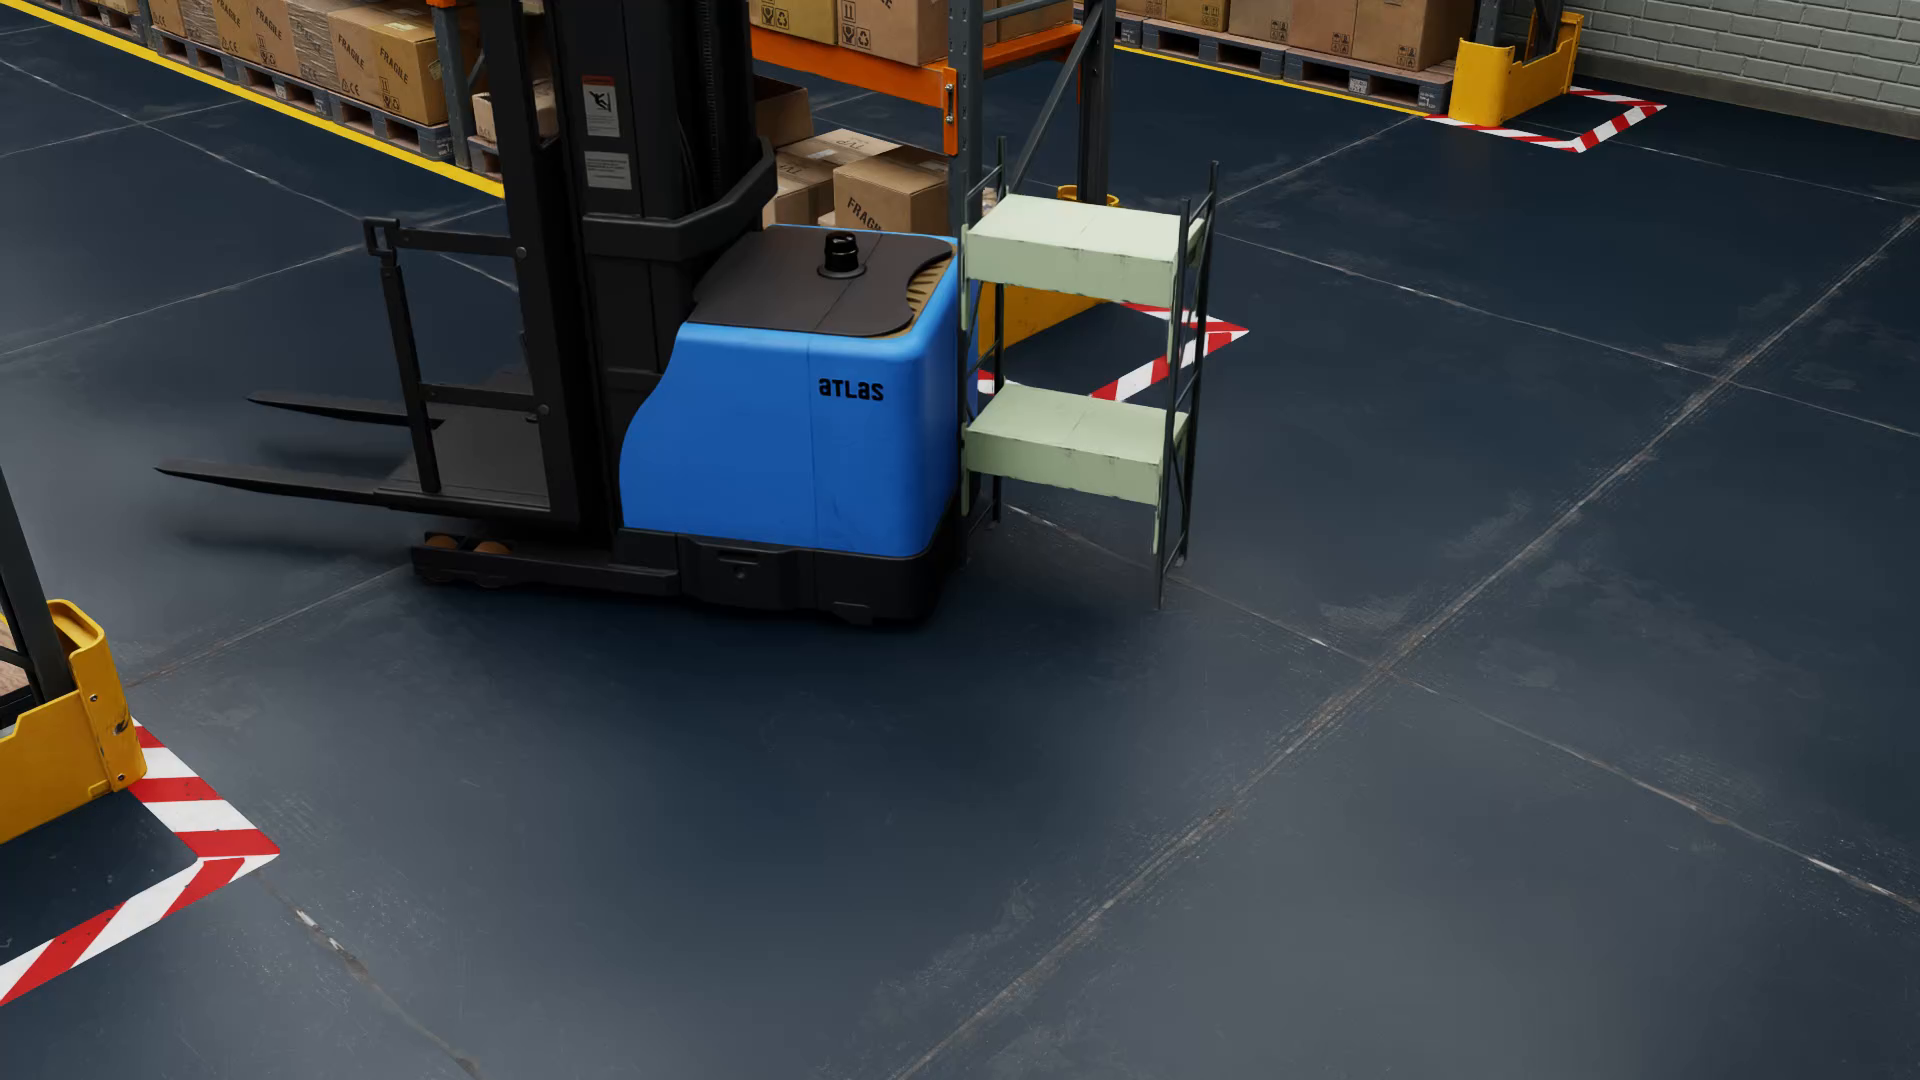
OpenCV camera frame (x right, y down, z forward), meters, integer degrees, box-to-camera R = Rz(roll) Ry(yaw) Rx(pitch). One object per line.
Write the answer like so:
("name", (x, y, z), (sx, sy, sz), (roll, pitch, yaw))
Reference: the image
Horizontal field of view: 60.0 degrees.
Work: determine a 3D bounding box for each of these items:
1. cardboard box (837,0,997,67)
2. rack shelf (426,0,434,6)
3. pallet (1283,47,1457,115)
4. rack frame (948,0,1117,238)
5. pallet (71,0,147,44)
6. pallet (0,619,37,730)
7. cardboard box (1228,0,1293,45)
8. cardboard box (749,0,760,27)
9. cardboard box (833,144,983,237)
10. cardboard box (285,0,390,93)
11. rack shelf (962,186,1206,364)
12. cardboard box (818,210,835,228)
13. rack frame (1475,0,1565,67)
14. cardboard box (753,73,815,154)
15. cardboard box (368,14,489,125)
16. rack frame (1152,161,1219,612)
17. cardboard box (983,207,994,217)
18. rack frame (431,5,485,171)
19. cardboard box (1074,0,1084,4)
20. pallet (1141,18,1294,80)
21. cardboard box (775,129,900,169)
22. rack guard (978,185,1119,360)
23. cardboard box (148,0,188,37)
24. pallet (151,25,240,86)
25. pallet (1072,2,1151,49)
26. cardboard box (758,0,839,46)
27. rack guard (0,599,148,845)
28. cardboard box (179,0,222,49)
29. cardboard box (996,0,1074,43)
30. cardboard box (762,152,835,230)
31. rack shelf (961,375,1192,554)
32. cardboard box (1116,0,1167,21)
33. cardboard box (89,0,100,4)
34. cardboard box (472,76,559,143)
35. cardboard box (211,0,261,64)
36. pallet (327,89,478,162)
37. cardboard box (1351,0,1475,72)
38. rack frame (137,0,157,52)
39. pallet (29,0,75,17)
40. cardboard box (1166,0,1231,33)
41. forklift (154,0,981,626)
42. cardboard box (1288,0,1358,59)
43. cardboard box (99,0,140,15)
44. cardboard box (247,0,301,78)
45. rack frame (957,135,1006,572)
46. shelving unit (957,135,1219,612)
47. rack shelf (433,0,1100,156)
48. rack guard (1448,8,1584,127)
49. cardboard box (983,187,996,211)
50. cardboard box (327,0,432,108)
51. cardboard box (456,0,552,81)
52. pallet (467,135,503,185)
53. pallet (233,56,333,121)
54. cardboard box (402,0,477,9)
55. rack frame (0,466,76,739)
("cardboard box", (-0.188, -2.400, 7.232), (0.500, 0.500, 0.500), (26, 40, 36))
("rack shelf", (-4.121, -4.075, 10.808), (4.000, 0.370, 1.077), (25, 39, 35))
("pallet", (3.003, -3.254, 11.451), (1.213, 0.211, 1.003), (25, 39, 35))
("rack frame", (0.327, -2.306, 7.173), (0.127, 3.000, 1.000), (25, 39, 35))
("pallet", (-6.188, -4.180, 12.989), (1.213, 0.211, 1.003), (25, 39, 35))
("pallet", (-3.585, 0.481, 5.247), (1.213, 0.211, 1.003), (25, 39, 35))
("cardboard box", (2.318, -3.862, 11.773), (0.500, 0.500, 0.700), (24, 38, 34))
("cardboard box", (-0.941, -2.753, 7.818), (0.500, 0.500, 0.500), (25, 39, 35))
("cardboard box", (-0.241, -1.518, 7.860), (0.500, 0.500, 0.500), (25, 39, 35))
("cardboard box", (-3.929, -3.218, 10.684), (0.500, 0.500, 0.500), (26, 39, 36))
("rack shelf", (0.415, -0.891, 5.519), (0.720, 0.370, 0.431), (11, 33, 18))
("cardboard box", (-0.481, -1.550, 8.236), (0.250, 0.166, 0.380), (25, 39, 35))
("rack frame", (3.648, -4.202, 10.322), (0.127, 3.000, 1.000), (25, 39, 35))
("cardboard box", (-1.242, -2.162, 8.926), (0.637, 0.503, 0.797), (25, 39, 35))
("cardboard box", (-3.197, -2.870, 10.105), (0.500, 0.500, 0.500), (25, 39, 35))
("rack frame", (0.756, -0.488, 5.606), (0.023, 1.500, 0.400), (11, 33, 18))
("cardboard box", (0.247, -1.550, 8.254), (0.250, 0.149, 0.380), (25, 39, 35))
("rack frame", (-2.639, -3.691, 9.473), (0.127, 3.000, 1.000), (25, 39, 35))
("cardboard box", (1.168, -4.397, 12.663), (0.500, 0.500, 0.700), (26, 39, 36))
("pallet", (2.103, -3.676, 12.152), (1.213, 0.211, 1.003), (25, 39, 35))
("cardboard box", (-0.627, -1.960, 8.836), (0.500, 0.250, 0.500), (25, 39, 35))
("rack guard", (0.271, -1.262, 7.861), (0.348, 0.500, 1.175), (25, 39, 35))
("cardboard box", (-5.459, -3.926, 11.860), (0.500, 0.500, 0.500), (27, 40, 37))
("pallet", (-5.076, -3.608, 12.038), (1.213, 0.211, 1.003), (25, 39, 35))
("pallet", (1.194, -4.099, 12.854), (1.213, 0.211, 1.003), (25, 39, 35))
("cardboard box", (-0.575, -2.578, 7.528), (0.500, 0.500, 0.500), (25, 39, 35))
("rack guard", (-2.973, 0.661, 4.668), (0.348, 0.500, 1.175), (25, 39, 35))
("cardboard box", (-5.067, -3.747, 11.563), (0.500, 0.500, 0.500), (23, 38, 33))
("cardboard box", (0.175, -2.604, 7.570), (0.500, 0.500, 0.500), (26, 40, 36))
("cardboard box", (-0.926, -1.751, 8.490), (0.500, 0.250, 0.500), (25, 39, 35))
("rack shelf", (0.415, -0.277, 5.888), (0.720, 0.370, 0.431), (11, 33, 18))
("cardboard box", (1.539, -4.222, 12.372), (0.500, 0.500, 0.700), (25, 39, 35))
("cardboard box", (-6.543, -4.343, 12.815), (0.500, 0.250, 0.500), (25, 39, 35))
("cardboard box", (-2.473, -2.499, 9.674), (0.500, 0.311, 0.500), (25, 39, 35))
("cardboard box", (-4.698, -3.571, 11.271), (0.500, 0.500, 0.500), (24, 39, 34))
("pallet", (-3.267, -2.763, 10.635), (1.213, 0.211, 1.003), (25, 39, 35))
("cardboard box", (3.062, -3.515, 11.197), (0.500, 0.500, 0.700), (25, 39, 35))
("rack frame", (-5.604, -5.075, 11.772), (0.127, 3.000, 1.000), (25, 39, 35))
("pallet", (-7.089, -4.603, 13.691), (1.213, 0.211, 1.003), (25, 39, 35))
("cardboard box", (1.918, -4.044, 12.075), (0.500, 0.500, 0.700), (26, 40, 36))
("forklift", (-1.491, -1.341, 5.635), (3.031, 2.935, 1.130), (6, 32, 10))
("cardboard box", (2.691, -3.688, 11.485), (0.500, 0.500, 0.700), (25, 39, 35))
("cardboard box", (-6.158, -4.166, 12.521), (0.500, 0.250, 0.500), (26, 40, 36))
("cardboard box", (-4.308, -3.393, 10.974), (0.500, 0.500, 0.500), (24, 38, 34))
("rack frame", (0.074, -0.625, 5.834), (0.023, 1.500, 0.400), (11, 33, 18))
("shelving unit", (0.415, -0.556, 5.720), (0.755, 1.500, 0.431), (11, 33, 18))
("rack shelf", (-1.156, -2.690, 8.508), (4.000, 0.370, 1.077), (25, 39, 35))
("rack guard", (3.666, -3.123, 10.953), (0.348, 0.500, 1.175), (25, 39, 35))
("cardboard box", (0.062, -1.644, 8.393), (0.250, 0.166, 0.380), (25, 39, 35))
("cardboard box", (-3.558, -3.044, 10.395), (0.500, 0.500, 0.500), (25, 39, 35))
("cardboard box", (-2.834, -3.069, 10.437), (0.500, 0.500, 0.500), (23, 38, 33))
("pallet", (-2.130, -2.258, 9.796), (1.213, 0.211, 1.003), (25, 39, 35))
("pallet", (-4.176, -3.185, 11.337), (1.213, 0.211, 1.003), (25, 39, 35))
("cardboard box", (-3.237, -3.249, 10.736), (0.500, 0.500, 0.500), (26, 39, 36))
("rack frame", (-2.999, -0.414, 4.029), (0.127, 3.000, 1.000), (25, 39, 35))
